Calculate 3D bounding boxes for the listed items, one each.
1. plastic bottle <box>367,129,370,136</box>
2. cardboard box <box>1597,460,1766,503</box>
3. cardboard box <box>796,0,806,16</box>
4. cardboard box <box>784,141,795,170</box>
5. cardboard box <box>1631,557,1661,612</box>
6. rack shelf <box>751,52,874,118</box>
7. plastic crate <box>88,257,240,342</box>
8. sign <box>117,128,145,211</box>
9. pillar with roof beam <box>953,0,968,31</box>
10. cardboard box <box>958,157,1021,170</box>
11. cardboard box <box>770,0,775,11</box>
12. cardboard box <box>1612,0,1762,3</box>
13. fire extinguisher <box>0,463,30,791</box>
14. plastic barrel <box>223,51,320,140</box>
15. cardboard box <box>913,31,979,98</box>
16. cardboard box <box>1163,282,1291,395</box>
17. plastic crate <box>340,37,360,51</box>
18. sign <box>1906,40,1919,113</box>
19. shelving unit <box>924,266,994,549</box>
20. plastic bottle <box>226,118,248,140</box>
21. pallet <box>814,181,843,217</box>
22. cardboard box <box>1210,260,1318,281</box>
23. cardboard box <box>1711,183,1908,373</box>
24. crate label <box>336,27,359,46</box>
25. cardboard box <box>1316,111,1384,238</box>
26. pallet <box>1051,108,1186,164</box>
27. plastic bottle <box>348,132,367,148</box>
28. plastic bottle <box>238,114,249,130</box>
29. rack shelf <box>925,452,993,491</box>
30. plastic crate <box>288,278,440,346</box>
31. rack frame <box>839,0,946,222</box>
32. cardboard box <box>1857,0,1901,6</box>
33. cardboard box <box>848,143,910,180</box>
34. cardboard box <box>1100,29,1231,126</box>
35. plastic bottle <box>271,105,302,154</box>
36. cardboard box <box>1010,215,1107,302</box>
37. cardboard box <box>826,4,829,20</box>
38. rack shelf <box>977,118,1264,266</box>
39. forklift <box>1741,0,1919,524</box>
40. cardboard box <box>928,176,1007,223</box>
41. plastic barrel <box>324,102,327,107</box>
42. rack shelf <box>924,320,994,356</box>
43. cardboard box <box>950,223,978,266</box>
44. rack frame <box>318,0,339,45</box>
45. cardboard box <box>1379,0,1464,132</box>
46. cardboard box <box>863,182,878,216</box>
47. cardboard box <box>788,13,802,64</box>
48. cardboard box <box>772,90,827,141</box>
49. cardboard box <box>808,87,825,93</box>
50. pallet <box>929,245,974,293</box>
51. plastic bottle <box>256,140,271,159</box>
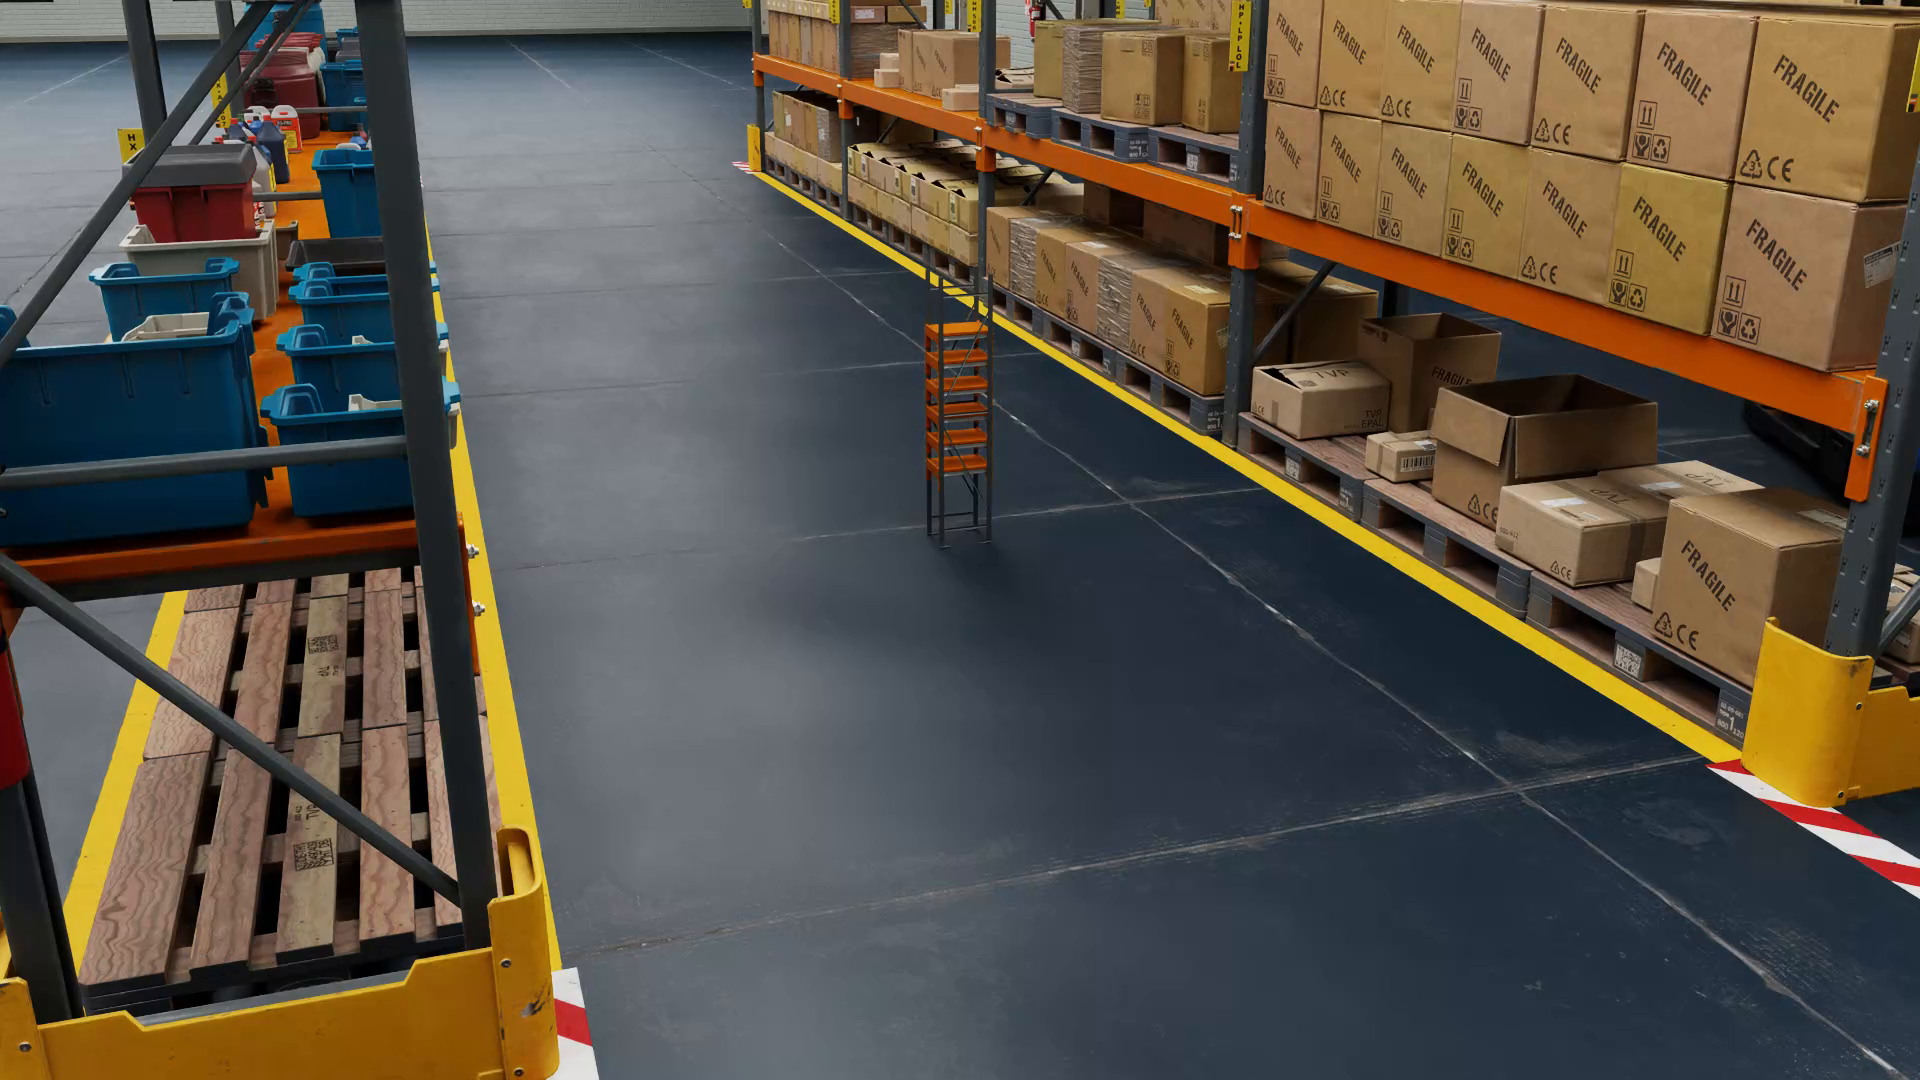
[{"bbox_3d":[-3.175,-2.185,9.136,0.144,0.351,0.185,-6,21,-17],"label":"plastic bottle"},{"bbox_3d":[2.925,-0.112,6.707,0.500,0.250,0.500,-6,21,-17],"label":"cardboard box"},{"bbox_3d":[-1.486,-5.518,17.234,0.380,0.149,0.250,-6,21,-17],"label":"cardboard box"},{"bbox_3d":[-1.613,-4.195,18.105,0.500,0.250,0.500,-6,21,-17],"label":"cardboard box"},{"bbox_3d":[2.695,0.165,6.059,0.380,0.166,0.250,-6,21,-17],"label":"cardboard box"},{"bbox_3d":[-1.259,-4.827,17.483,1.077,0.370,4.000,-6,21,-17],"label":"rack shelf"},{"bbox_3d":[-2.451,-0.729,5.169,0.416,0.233,0.300,-6,21,-17],"label":"plastic crate"},{"bbox_3d":[-3.342,-1.504,6.757,0.100,0.325,0.005,-6,21,-17],"label":"sign"},{"bbox_3d":[-4.004,-12.419,28.681,9.100,9.000,0.400,-6,21,-17],"label":"pillar with roof beam"},{"bbox_3d":[0.248,-3.104,14.237,0.500,0.311,0.500,-7,21,-18],"label":"cardboard box"},{"bbox_3d":[-1.883,-5.927,18.372,0.380,0.149,0.250,-7,21,-19],"label":"cardboard box"},{"bbox_3d":[2.768,-1.852,6.509,0.500,0.500,0.500,-7,21,-18],"label":"cardboard box"},{"bbox_3d":[-1.946,0.160,3.198,0.296,0.674,0.183,-6,21,-17],"label":"fire extinguisher"},{"bbox_3d":[-4.510,-2.896,10.841,0.600,0.536,0.708,-6,21,-17],"label":"plastic barrel"},{"bbox_3d":[-0.082,-3.993,13.949,0.500,0.500,0.500,-6,21,-17],"label":"cardboard box"},{"bbox_3d":[1.457,-1.115,9.131,0.500,0.500,0.500,-7,21,-17],"label":"cardboard box"},{"bbox_3d":[-4.891,-3.906,13.760,0.402,0.464,0.583,-6,21,-17],"label":"plastic crate"},{"bbox_3d":[2.608,-1.314,4.458,0.100,0.325,0.005,-6,21,-17],"label":"sign"},{"bbox_3d":[-0.005,-0.569,7.227,0.258,1.200,0.189,-6,21,-17],"label":"shelving unit"},{"bbox_3d":[-3.765,-2.022,8.682,0.144,0.351,0.185,-6,21,-17],"label":"plastic bottle"},{"bbox_3d":[-0.841,-3.471,16.769,1.003,0.211,1.213,-6,21,-17],"label":"pallet"},{"bbox_3d":[1.785,-1.339,9.753,0.500,0.500,0.500,-6,21,-16],"label":"cardboard box"},{"bbox_3d":[2.742,-0.835,5.156,0.500,0.500,0.500,-6,21,-16],"label":"cardboard box"},{"bbox_3d":[-5.756,-4.737,16.116,0.502,0.435,0.616,-6,21,-17],"label":"crate label"},{"bbox_3d":[1.950,-1.647,7.418,0.500,0.500,0.500,-6,21,-16],"label":"cardboard box"},{"bbox_3d":[1.242,-2.527,10.297,1.003,0.211,1.213,-6,21,-17],"label":"pallet"},{"bbox_3d":[-3.176,-2.019,8.791,0.097,0.271,0.097,0,20,0],"label":"plastic bottle"},{"bbox_3d":[-4.103,-2.291,9.530,0.061,0.283,0.133,-6,21,-17],"label":"plastic bottle"},{"bbox_3d":[-0.005,-0.302,7.323,0.258,0.103,0.180,-6,21,-17],"label":"rack shelf"},{"bbox_3d":[-1.741,-0.634,4.904,0.416,0.233,0.300,-6,21,-17],"label":"plastic crate"},{"bbox_3d":[-0.630,-4.524,15.575,1.000,3.000,0.127,-6,21,-17],"label":"rack frame"},{"bbox_3d":[6.044,-3.322,10.500,0.500,0.250,0.500,-6,21,-16],"label":"cardboard box"},{"bbox_3d":[-0.737,-3.533,15.431,0.500,0.311,0.500,-6,21,-17],"label":"cardboard box"},{"bbox_3d":[1.270,-2.762,9.899,0.700,0.500,0.500,-12,23,-31],"label":"cardboard box"},{"bbox_3d":[-4.103,-2.500,10.123,0.152,0.276,0.135,-6,21,-17],"label":"plastic bottle"},{"bbox_3d":[0.668,-1.927,11.392,0.500,0.500,0.500,-7,21,-19],"label":"cardboard box"},{"bbox_3d":[-1.080,-5.104,16.082,0.380,0.149,0.250,-7,21,-19],"label":"cardboard box"},{"bbox_3d":[1.255,-2.260,10.336,1.077,0.370,4.000,-6,21,-17],"label":"rack shelf"},{"bbox_3d":[4.834,-1.879,8.313,1.130,2.935,3.031,2,20,5],"label":"forklift"},{"bbox_3d":[0.059,-2.716,13.157,0.500,0.311,0.500,-7,21,-18],"label":"cardboard box"},{"bbox_3d":[-5.064,-3.493,12.908,0.301,0.262,0.301,0,20,0],"label":"plastic barrel"},{"bbox_3d":[-0.005,-0.866,7.120,0.258,0.103,0.180,-6,21,-17],"label":"rack shelf"},{"bbox_3d":[0.230,-2.287,12.793,0.500,0.250,0.500,-6,21,-16],"label":"cardboard box"},{"bbox_3d":[-6.591,-5.283,17.687,1.000,3.000,0.127,-6,21,-17],"label":"rack frame"},{"bbox_3d":[2.089,-1.963,6.817,0.500,0.500,0.500,-7,21,-19],"label":"cardboard box"},{"bbox_3d":[-0.579,-3.108,15.078,0.500,0.250,0.500,-6,21,-16],"label":"cardboard box"},{"bbox_3d":[-1.433,-5.376,17.798,0.700,0.500,0.500,-6,21,-17],"label":"cardboard box"},{"bbox_3d":[-1.771,-4.708,18.424,0.500,0.500,0.500,-6,21,-17],"label":"cardboard box"},{"bbox_3d":[-1.437,-4.924,19.024,0.500,0.500,0.500,-6,21,-17],"label":"cardboard box"},{"bbox_3d":[0.405,-2.196,13.219,1.003,0.211,1.213,-6,21,-17],"label":"pallet"},{"bbox_3d":[-3.526,-1.879,8.401,0.097,0.271,0.097,0,20,0],"label":"plastic bottle"}]
